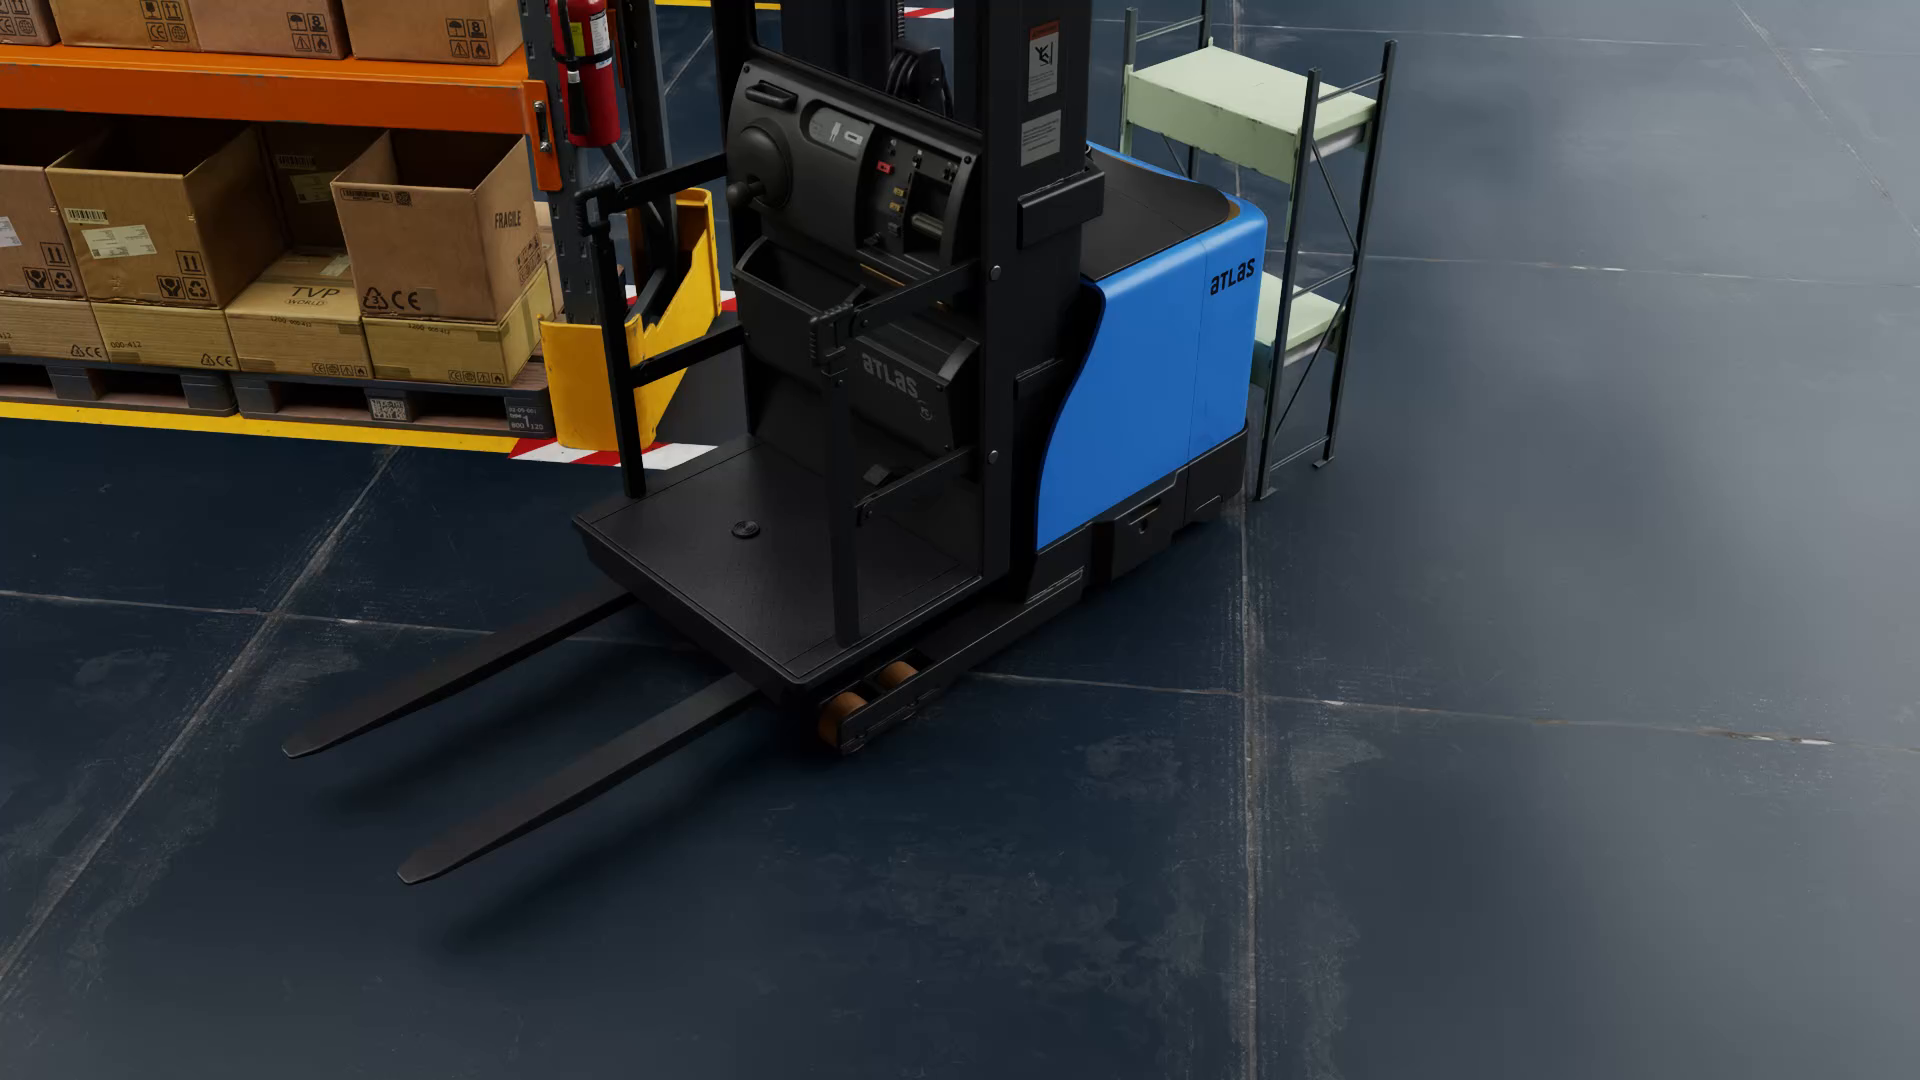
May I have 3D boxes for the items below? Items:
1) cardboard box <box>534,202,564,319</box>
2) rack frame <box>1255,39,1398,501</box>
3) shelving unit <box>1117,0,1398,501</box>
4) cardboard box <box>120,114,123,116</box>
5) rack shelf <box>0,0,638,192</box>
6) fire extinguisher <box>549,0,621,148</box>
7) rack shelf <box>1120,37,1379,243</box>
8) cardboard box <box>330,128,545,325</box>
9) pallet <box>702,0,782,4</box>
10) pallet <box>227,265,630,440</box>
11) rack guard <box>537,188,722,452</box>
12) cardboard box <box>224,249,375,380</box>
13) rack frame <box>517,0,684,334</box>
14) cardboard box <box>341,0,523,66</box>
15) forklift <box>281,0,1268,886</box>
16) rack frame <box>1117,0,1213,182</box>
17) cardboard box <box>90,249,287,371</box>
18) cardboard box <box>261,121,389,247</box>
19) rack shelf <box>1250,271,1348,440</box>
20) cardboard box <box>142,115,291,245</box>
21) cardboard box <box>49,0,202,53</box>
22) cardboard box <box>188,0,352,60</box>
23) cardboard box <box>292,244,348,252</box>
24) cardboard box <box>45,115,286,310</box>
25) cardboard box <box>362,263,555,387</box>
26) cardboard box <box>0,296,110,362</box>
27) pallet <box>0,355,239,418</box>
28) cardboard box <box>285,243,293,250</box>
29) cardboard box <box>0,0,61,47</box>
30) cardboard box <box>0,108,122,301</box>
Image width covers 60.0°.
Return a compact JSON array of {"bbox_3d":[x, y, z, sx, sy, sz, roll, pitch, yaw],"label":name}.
[{"bbox_3d":[-1.741,-1.098,6.453,0.500,0.250,0.500,4,36,6],"label":"cardboard box"},{"bbox_3d":[1.166,-0.825,5.356,0.400,1.500,0.023,-27,44,-33],"label":"rack frame"},{"bbox_3d":[0.924,-0.984,5.579,0.431,1.500,0.755,-27,44,-33],"label":"shelving unit"},{"bbox_3d":[-3.229,-1.516,6.393,0.500,0.500,0.500,4,36,6],"label":"cardboard box"},{"bbox_3d":[-3.222,-1.734,5.958,4.000,0.370,1.077,4,36,6],"label":"rack shelf"},{"bbox_3d":[-1.180,-1.571,5.177,0.183,0.674,0.296,4,36,6],"label":"fire extinguisher"},{"bbox_3d":[0.924,-1.302,5.352,0.431,0.370,0.720,-27,44,-33],"label":"rack shelf"},{"bbox_3d":[-1.808,-1.104,5.816,0.500,0.500,0.500,4,36,6],"label":"cardboard box"},{"bbox_3d":[-1.490,-3.639,10.408,1.213,0.211,1.003,4,36,6],"label":"pallet"},{"bbox_3d":[-2.002,-0.776,6.397,1.213,0.211,1.003,4,36,6],"label":"pallet"},{"bbox_3d":[-1.214,-0.860,6.265,0.348,0.500,1.175,4,36,6],"label":"rack guard"},{"bbox_3d":[-2.305,-0.830,6.077,0.500,0.250,0.500,4,36,6],"label":"cardboard box"},{"bbox_3d":[-1.238,-1.879,5.541,0.127,3.000,1.000,4,36,6],"label":"rack frame"},{"bbox_3d":[-1.699,-1.961,5.571,0.500,0.500,0.700,4,36,6],"label":"cardboard box"},{"bbox_3d":[-0.455,-0.939,4.284,3.031,2.935,1.130,-29,45,-34],"label":"forklift"},{"bbox_3d":[0.681,-1.143,5.802,0.400,1.500,0.023,-27,44,-33],"label":"rack frame"},{"bbox_3d":[-2.801,-0.866,6.128,0.500,0.250,0.500,4,36,6],"label":"cardboard box"},{"bbox_3d":[-2.238,-1.439,6.286,0.500,0.500,0.500,4,36,6],"label":"cardboard box"},{"bbox_3d":[0.924,-0.719,5.768,0.431,0.370,0.720,-27,44,-33],"label":"rack shelf"},{"bbox_3d":[-2.735,-1.469,6.327,0.500,0.500,0.500,4,36,6],"label":"cardboard box"},{"bbox_3d":[-2.713,-2.038,5.678,0.500,0.500,0.700,4,36,6],"label":"cardboard box"},{"bbox_3d":[-2.221,-1.997,5.622,0.500,0.500,0.700,5,36,7],"label":"cardboard box"},{"bbox_3d":[-2.238,-1.133,6.502,0.500,0.250,0.500,4,36,6],"label":"cardboard box"},{"bbox_3d":[-2.801,-1.169,5.907,0.500,0.500,0.500,4,36,6],"label":"cardboard box"},{"bbox_3d":[-1.807,-0.800,6.035,0.500,0.250,0.500,4,36,6],"label":"cardboard box"},{"bbox_3d":[-3.297,-0.904,6.181,0.500,0.250,0.500,4,36,6],"label":"cardboard box"},{"bbox_3d":[-3.208,-0.868,6.525,1.213,0.211,1.003,4,36,6],"label":"pallet"},{"bbox_3d":[-2.734,-1.170,6.554,0.500,0.250,0.500,4,36,6],"label":"cardboard box"},{"bbox_3d":[-3.235,-2.074,5.729,0.500,0.500,0.700,5,36,7],"label":"cardboard box"},{"bbox_3d":[-3.297,-1.207,5.960,0.500,0.500,0.500,4,36,6],"label":"cardboard box"}]
